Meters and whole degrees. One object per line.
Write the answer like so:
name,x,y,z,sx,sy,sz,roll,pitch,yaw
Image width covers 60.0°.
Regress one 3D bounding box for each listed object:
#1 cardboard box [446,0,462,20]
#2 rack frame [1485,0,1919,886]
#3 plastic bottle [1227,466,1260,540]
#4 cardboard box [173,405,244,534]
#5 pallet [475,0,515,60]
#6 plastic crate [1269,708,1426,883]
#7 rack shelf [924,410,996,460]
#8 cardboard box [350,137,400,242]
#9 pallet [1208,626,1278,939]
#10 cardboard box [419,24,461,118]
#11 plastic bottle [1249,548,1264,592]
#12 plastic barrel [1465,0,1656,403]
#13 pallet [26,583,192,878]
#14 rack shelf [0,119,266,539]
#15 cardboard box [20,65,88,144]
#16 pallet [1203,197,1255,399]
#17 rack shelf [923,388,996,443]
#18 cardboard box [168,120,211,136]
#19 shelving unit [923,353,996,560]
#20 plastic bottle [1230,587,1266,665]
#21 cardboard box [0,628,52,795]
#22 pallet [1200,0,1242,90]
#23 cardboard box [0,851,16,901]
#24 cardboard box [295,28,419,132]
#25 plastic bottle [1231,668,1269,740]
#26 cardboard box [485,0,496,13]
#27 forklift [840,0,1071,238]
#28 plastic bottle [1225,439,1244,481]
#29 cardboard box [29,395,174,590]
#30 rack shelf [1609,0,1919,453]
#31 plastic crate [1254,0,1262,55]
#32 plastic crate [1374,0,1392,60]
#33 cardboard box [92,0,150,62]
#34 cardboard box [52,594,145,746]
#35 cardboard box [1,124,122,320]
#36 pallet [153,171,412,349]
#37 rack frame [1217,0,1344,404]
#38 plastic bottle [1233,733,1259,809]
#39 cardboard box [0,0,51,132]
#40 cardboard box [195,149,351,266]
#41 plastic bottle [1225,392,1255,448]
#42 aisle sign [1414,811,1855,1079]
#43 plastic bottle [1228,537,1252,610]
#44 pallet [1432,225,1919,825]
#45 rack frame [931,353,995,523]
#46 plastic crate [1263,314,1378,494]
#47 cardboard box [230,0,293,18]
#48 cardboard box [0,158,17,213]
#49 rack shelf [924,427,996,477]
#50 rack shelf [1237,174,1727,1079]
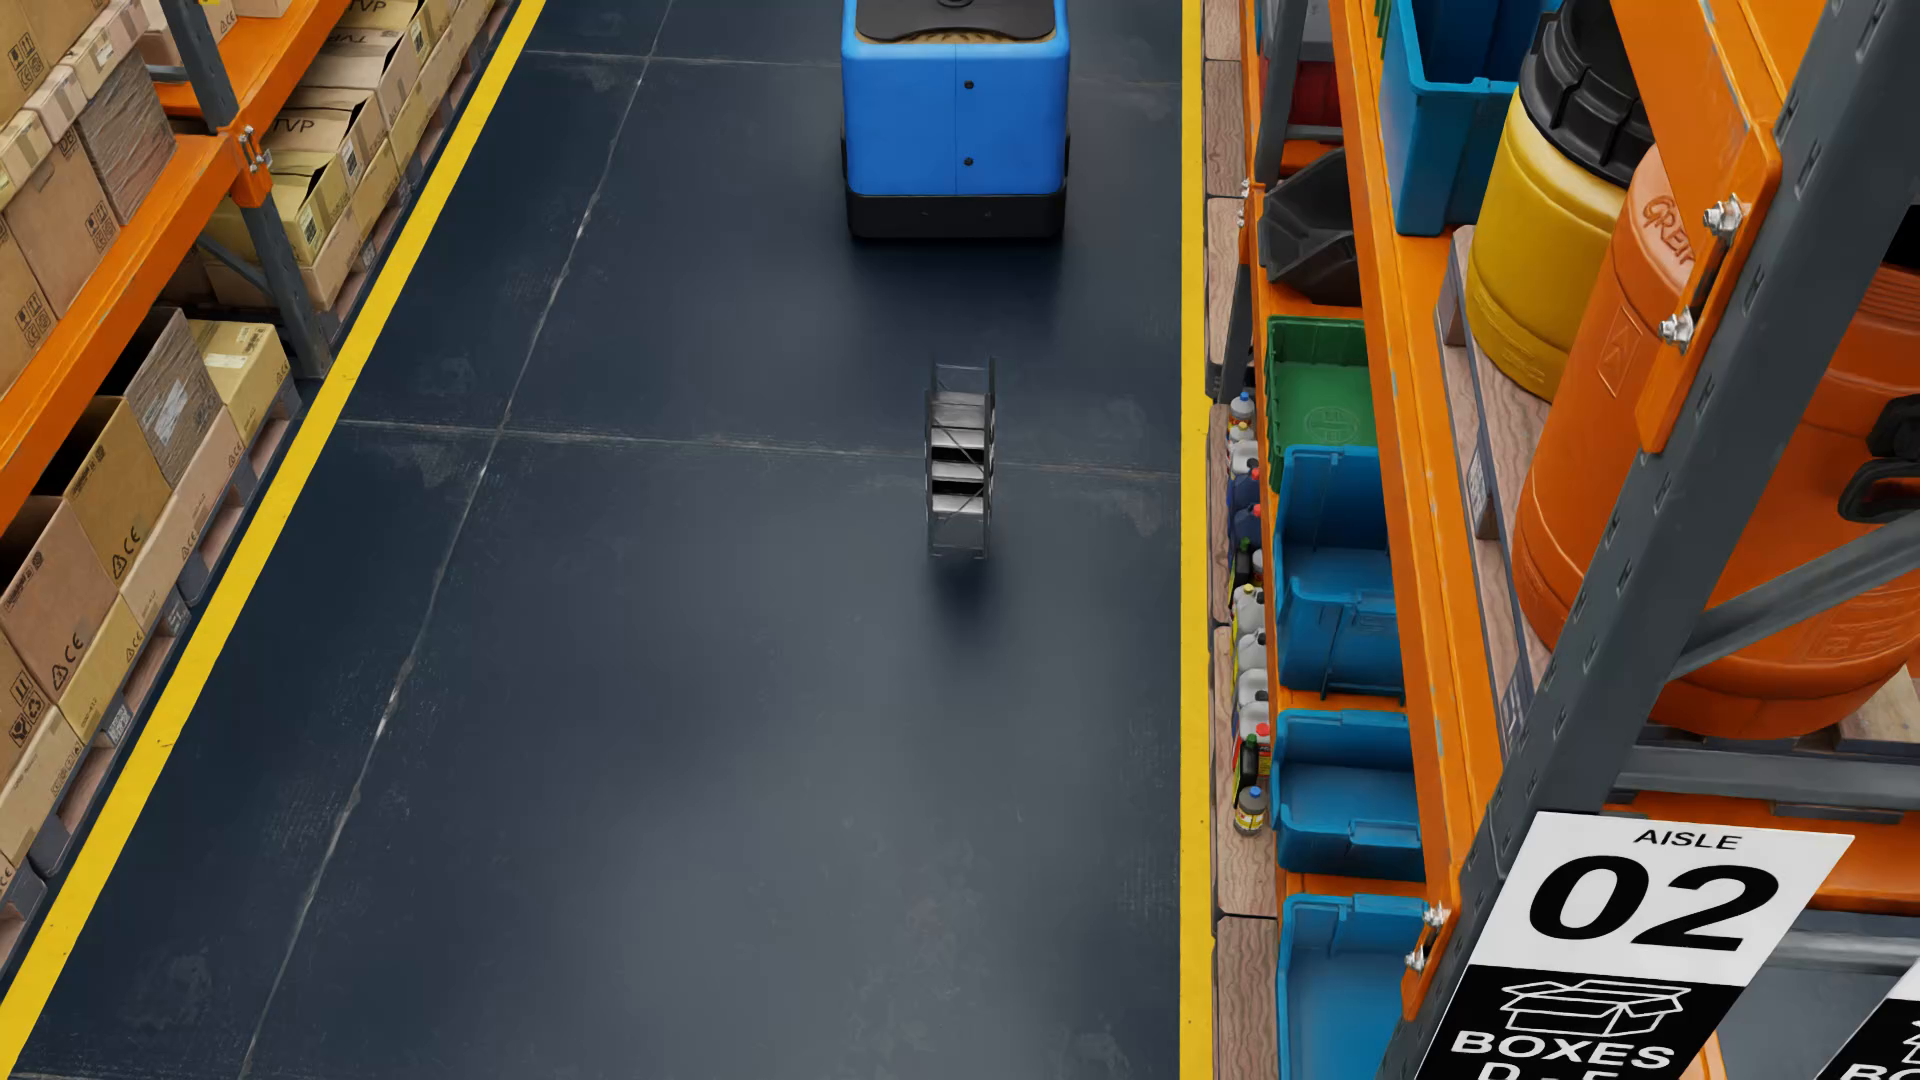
cardboard box,-2.857,-2.991,8.677,0.500,0.311,0.500,4,48,3
rack frame,1.239,-0.552,1.183,1.000,3.000,0.127,4,48,4
plastic bottle,1.116,-0.156,6.383,0.144,0.351,0.185,5,48,5
cardboard box,-3.209,-0.294,6.591,0.500,0.250,0.500,4,48,4
pallet,-3.079,-3.199,9.558,1.003,0.211,1.213,4,48,4
plastic crate,1.051,0.658,4.242,0.499,0.251,0.408,4,48,4
rack shelf,0.001,-0.409,6.341,0.258,0.077,0.200,4,48,4
cardboard box,-2.998,-1.672,7.851,0.500,0.250,0.500,5,48,5
pallet,1.392,0.864,5.843,1.003,0.211,1.213,4,48,4
cardboard box,-2.906,-2.426,8.541,0.500,0.250,0.500,5,48,4
plastic bottle,1.123,0.120,6.184,0.097,0.271,0.097,0,48,0
plastic barrel,1.216,-0.591,2.839,0.600,0.588,0.600,0,48,0
pallet,-3.552,0.619,6.067,1.003,0.211,1.213,4,48,4
rack shelf,-3.512,-0.090,5.313,1.077,0.370,4.000,4,48,4
cardboard box,-3.187,-1.467,5.578,0.380,0.149,0.250,3,48,2
pallet,1.636,-1.106,7.644,1.003,0.211,1.213,4,48,4
rack shelf,0.001,-0.469,6.275,0.258,0.077,0.200,4,48,4
cardboard box,-3.537,-1.905,7.685,0.500,0.311,0.500,5,48,5
shelving unit,0.001,-0.310,6.449,0.258,0.900,0.210,4,48,4
plastic bottle,1.060,0.295,5.970,0.144,0.351,0.185,4,48,3
cardboard box,-3.347,0.555,5.306,0.500,0.500,0.500,4,48,4
pallet,1.858,-2.898,9.284,1.003,0.211,1.213,4,48,4
cardboard box,-3.382,1.176,5.246,0.500,0.250,0.500,4,48,4
cardboard box,-2.947,-2.241,7.991,0.500,0.311,0.500,2,48,2
plastic bottle,1.032,0.579,5.761,0.152,0.276,0.135,3,48,2
cardboard box,-2.813,-3.174,9.225,0.500,0.250,0.500,3,48,3
forklift,-0.032,-3.516,8.005,1.130,2.935,3.031,0,48,0
plastic bottle,1.119,-0.317,6.631,0.097,0.201,0.097,0,48,0
cardboard box,-3.253,-0.180,5.978,0.500,0.500,0.500,4,48,4
rack shelf,1.421,-1.644,2.940,1.077,0.370,4.000,4,48,4
plastic crate,1.394,-2.293,6.851,0.392,0.384,0.575,4,48,4
plastic crate,1.188,-1.267,4.012,0.336,0.188,0.450,4,48,4
cardboard box,-3.141,-1.841,5.920,0.380,0.149,0.250,4,48,3
cardboard box,-3.285,0.442,5.918,0.500,0.250,0.500,4,48,4
cardboard box,-3.405,-1.122,5.702,0.700,0.500,0.500,3,48,3
pallet,-3.301,-1.406,7.919,1.003,0.211,1.213,4,48,4
rack frame,1.603,-1.467,6.085,1.000,3.000,0.127,4,48,4
plastic bottle,0.962,0.775,5.577,0.061,0.283,0.133,5,48,4
cardboard box,-3.408,-1.576,5.238,0.700,0.500,0.500,4,48,3
cardboard box,-3.044,-1.493,7.307,0.500,0.311,0.500,4,48,4
plastic bottle,1.137,-0.490,6.742,0.097,0.271,0.097,0,48,0
aisle sign,0.936,0.628,2.407,0.394,0.787,0.004,4,48,4
plastic bottle,1.043,0.124,6.173,0.061,0.283,0.133,6,48,5
pallet,1.411,-0.078,2.909,1.003,0.211,1.213,4,48,4
rack frame,0.010,-0.384,6.518,0.240,0.900,0.006,4,48,4
plastic crate,1.198,-0.417,5.268,0.450,0.188,0.662,4,48,4
cardboard box,-3.045,-2.355,7.068,0.380,0.149,0.250,4,48,4
cardboard box,-3.235,-1.094,5.236,0.380,0.149,0.250,4,48,3
rack shelf,0.001,-0.348,6.408,0.258,0.077,0.200,4,48,4
rack shelf,1.421,0.246,5.006,1.077,0.370,4.000,4,48,4
